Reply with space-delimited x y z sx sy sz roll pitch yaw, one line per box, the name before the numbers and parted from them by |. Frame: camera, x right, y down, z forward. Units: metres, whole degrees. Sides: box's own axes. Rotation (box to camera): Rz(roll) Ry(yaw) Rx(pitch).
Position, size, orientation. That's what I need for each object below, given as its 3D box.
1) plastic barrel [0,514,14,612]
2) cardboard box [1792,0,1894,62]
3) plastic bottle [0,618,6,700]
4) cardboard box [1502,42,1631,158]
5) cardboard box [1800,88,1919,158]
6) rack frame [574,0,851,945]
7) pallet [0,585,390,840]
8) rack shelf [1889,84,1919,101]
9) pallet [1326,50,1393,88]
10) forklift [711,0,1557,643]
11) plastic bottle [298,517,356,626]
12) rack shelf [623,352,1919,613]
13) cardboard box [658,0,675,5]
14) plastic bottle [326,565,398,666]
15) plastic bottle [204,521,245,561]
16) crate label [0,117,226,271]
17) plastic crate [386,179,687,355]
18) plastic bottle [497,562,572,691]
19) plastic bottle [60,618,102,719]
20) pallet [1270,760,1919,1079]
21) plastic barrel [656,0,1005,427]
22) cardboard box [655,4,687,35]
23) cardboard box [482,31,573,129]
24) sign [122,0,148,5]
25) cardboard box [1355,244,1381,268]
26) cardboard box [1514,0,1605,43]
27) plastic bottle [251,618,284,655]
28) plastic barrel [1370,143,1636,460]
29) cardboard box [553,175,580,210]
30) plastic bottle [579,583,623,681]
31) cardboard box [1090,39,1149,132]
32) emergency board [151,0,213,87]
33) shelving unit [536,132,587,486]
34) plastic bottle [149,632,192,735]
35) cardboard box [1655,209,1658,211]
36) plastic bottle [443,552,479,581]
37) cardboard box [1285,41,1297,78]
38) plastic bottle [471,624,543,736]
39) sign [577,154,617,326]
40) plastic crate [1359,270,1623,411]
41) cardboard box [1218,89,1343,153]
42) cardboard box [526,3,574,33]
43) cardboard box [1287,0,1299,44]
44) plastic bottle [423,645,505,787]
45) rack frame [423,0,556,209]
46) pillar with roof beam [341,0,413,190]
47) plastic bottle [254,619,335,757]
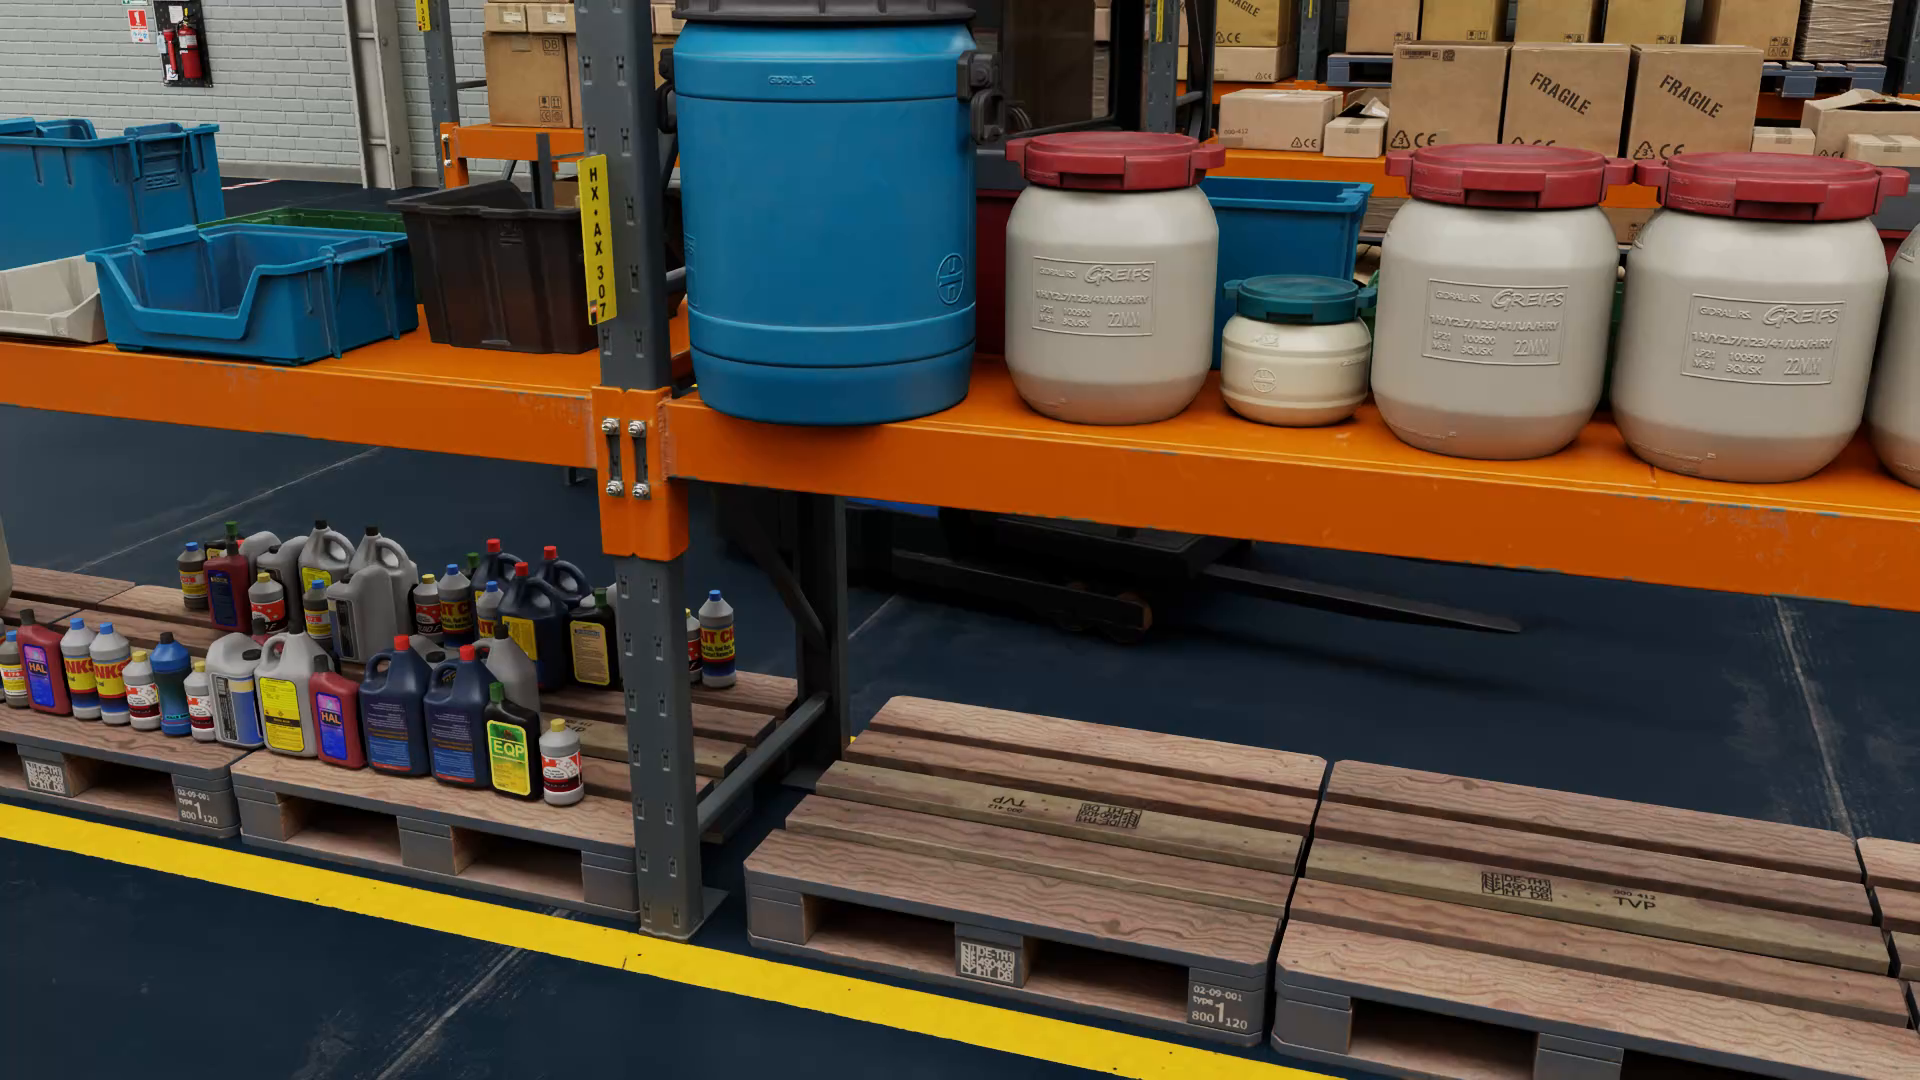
plastic barrel | -3.189 0.010 5.132 0.421 0.512 0.421 0 19 0
cardboard box | 6.052 -3.587 11.488 0.500 0.500 0.700 4 20 12
plastic bottle | -2.699 0.305 4.620 0.097 0.271 0.097 0 19 0
cardboard box | 2.789 -2.024 7.673 0.500 0.500 0.500 7 20 18
cardboard box | 4.096 -1.858 7.485 0.500 0.311 0.500 6 20 17
rack frame | -0.530 -0.636 3.843 0.127 3.000 1.000 7 20 18
pallet | -2.307 0.464 4.924 1.213 0.211 1.003 7 20 18
rack shelf | 8.388 -2.728 10.939 4.000 0.370 1.077 7 20 18
pallet | 3.395 -3.498 12.345 1.213 0.211 1.003 7 20 18
forklift | 0.573 -1.238 5.674 3.031 2.935 1.130 11 22 29
plastic bottle | -1.912 0.105 5.075 0.185 0.351 0.144 7 21 20
rack shelf | 1.359 -0.080 3.342 4.000 0.370 1.077 7 20 18
cardboard box | -1.218 -3.098 8.784 0.500 0.500 0.700 7 20 18
plastic bottle | -1.761 0.209 4.890 0.135 0.276 0.152 7 20 18
plastic bottle | -2.314 0.076 5.259 0.133 0.283 0.061 7 20 19
crate label | -2.482 -0.970 4.748 0.616 0.435 0.502 7 20 18
plastic crate | -0.983 -0.703 4.129 0.504 0.338 0.767 7 20 18
plastic bottle | -1.204 0.236 4.698 0.185 0.351 0.144 7 20 18
plastic bottle | -2.375 0.342 4.513 0.097 0.271 0.097 0 19 0
pallet | 1.380 0.885 3.717 1.213 0.211 1.003 7 20 18
plastic barrel | -0.265 -0.737 3.371 0.708 0.901 0.600 7 20 18
cardboard box | -1.404 -2.741 8.744 0.250 0.149 0.380 6 20 16
cardboard box | -2.243 -2.600 9.327 0.500 0.500 0.700 7 20 18
sign | -8.589 -5.624 17.294 0.331 0.109 0.001 7 20 18
cardboard box | 2.069 -1.331 8.526 0.500 0.311 0.500 7 20 20
cardboard box | 4.348 -3.782 12.047 0.500 0.500 0.700 10 21 26
plastic bottle | -1.838 0.352 4.469 0.133 0.283 0.061 7 20 18
plastic barrel | 0.994 -0.449 3.101 0.433 0.535 0.433 0 19 0
cardboard box | -2.076 -1.896 9.859 0.500 0.500 0.500 7 20 18
plastic bottle | -1.002 0.245 4.785 0.135 0.276 0.152 7 21 20
cardboard box | 0.677 -2.269 8.376 0.500 0.500 0.700 6 20 17
emergency board | -8.102 -5.268 17.133 0.643 1.169 0.194 7 20 18
shelving unit | -1.147 -0.938 6.988 1.048 1.500 0.538 10 22 27
plastic bottle | -2.089 0.375 4.420 0.097 0.271 0.097 0 19 0
cardboard box | 5.354 -2.465 12.220 0.500 0.500 0.700 6 20 18
plastic bottle | -1.477 0.172 4.985 0.133 0.283 0.061 7 21 20
cardboard box | 2.347 -3.772 13.038 0.500 0.250 0.500 7 20 19
plastic bottle | -1.186 0.382 4.278 0.185 0.351 0.144 7 20 18
sign | -0.721 -0.597 3.310 0.005 0.325 0.100 7 20 18
plastic crate | 1.207 -0.435 3.590 0.662 0.188 0.450 7 20 18
cardboard box | 1.578 -2.065 8.171 0.500 0.250 0.500 8 21 21
cardboard box | -2.130 -2.824 8.984 0.250 0.149 0.380 6 20 17
cardboard box | 2.345 -4.125 12.910 0.500 0.500 0.500 6 20 17
plastic bottle | -1.233 0.427 4.149 0.185 0.351 0.144 6 20 17
rack frame | -2.680 -2.608 9.500 0.127 3.000 1.000 7 20 18
pillar with roof beam | -7.193 -6.484 11.506 0.400 9.000 9.100 7 20 18
plastic bottle | -1.720 0.372 4.309 0.185 0.351 0.144 6 20 18
